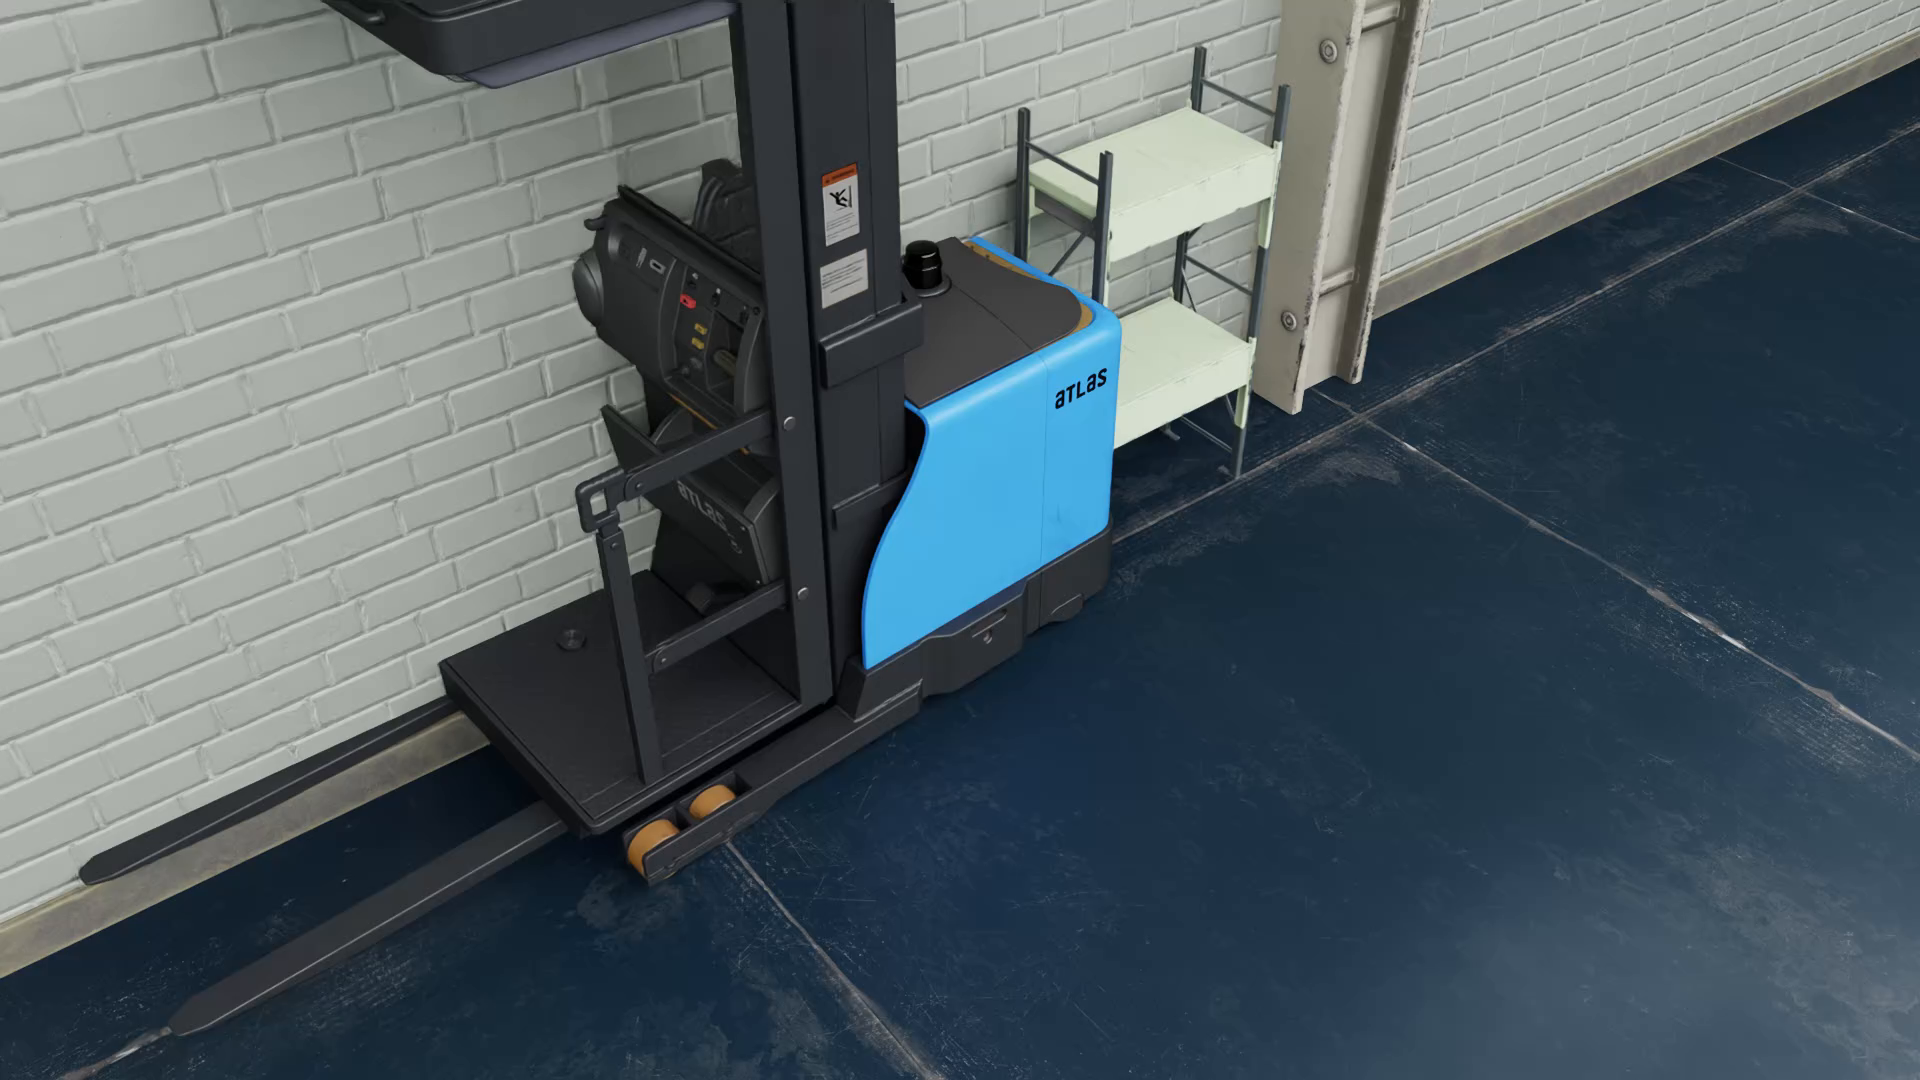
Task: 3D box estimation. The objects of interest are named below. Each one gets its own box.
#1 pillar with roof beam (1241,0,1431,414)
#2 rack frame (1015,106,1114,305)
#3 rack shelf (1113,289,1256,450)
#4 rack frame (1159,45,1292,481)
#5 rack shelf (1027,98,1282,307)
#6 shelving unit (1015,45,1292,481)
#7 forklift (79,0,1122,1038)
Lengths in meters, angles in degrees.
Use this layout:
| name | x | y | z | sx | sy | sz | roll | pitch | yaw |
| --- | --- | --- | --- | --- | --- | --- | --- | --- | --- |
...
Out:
| name | x | y | z | sx | sy | sz | roll | pitch | yaw |
| --- | --- | --- | --- | --- | --- | --- | --- | --- | --- |
| pillar with roof beam | 3.949 | -1.944 | 1.024 | 0.400 | 9.000 | 9.100 | -26 | 46 | -28 |
| rack frame | 0.305 | -0.611 | 5.312 | 0.023 | 1.500 | 0.400 | -26 | 46 | -29 |
| rack shelf | 0.593 | -0.502 | 5.693 | 0.720 | 0.370 | 0.431 | -26 | 46 | -29 |
| rack frame | 0.881 | -0.897 | 5.661 | 0.023 | 1.500 | 0.400 | -26 | 46 | -29 |
| rack shelf | 0.593 | -1.056 | 5.239 | 0.720 | 0.370 | 0.431 | -26 | 46 | -29 |
| shelving unit | 0.593 | -0.754 | 5.486 | 0.755 | 1.500 | 0.431 | -26 | 46 | -29 |
| forklift | -0.948 | -0.570 | 4.134 | 3.031 | 2.935 | 1.130 | -29 | 48 | -31 |
